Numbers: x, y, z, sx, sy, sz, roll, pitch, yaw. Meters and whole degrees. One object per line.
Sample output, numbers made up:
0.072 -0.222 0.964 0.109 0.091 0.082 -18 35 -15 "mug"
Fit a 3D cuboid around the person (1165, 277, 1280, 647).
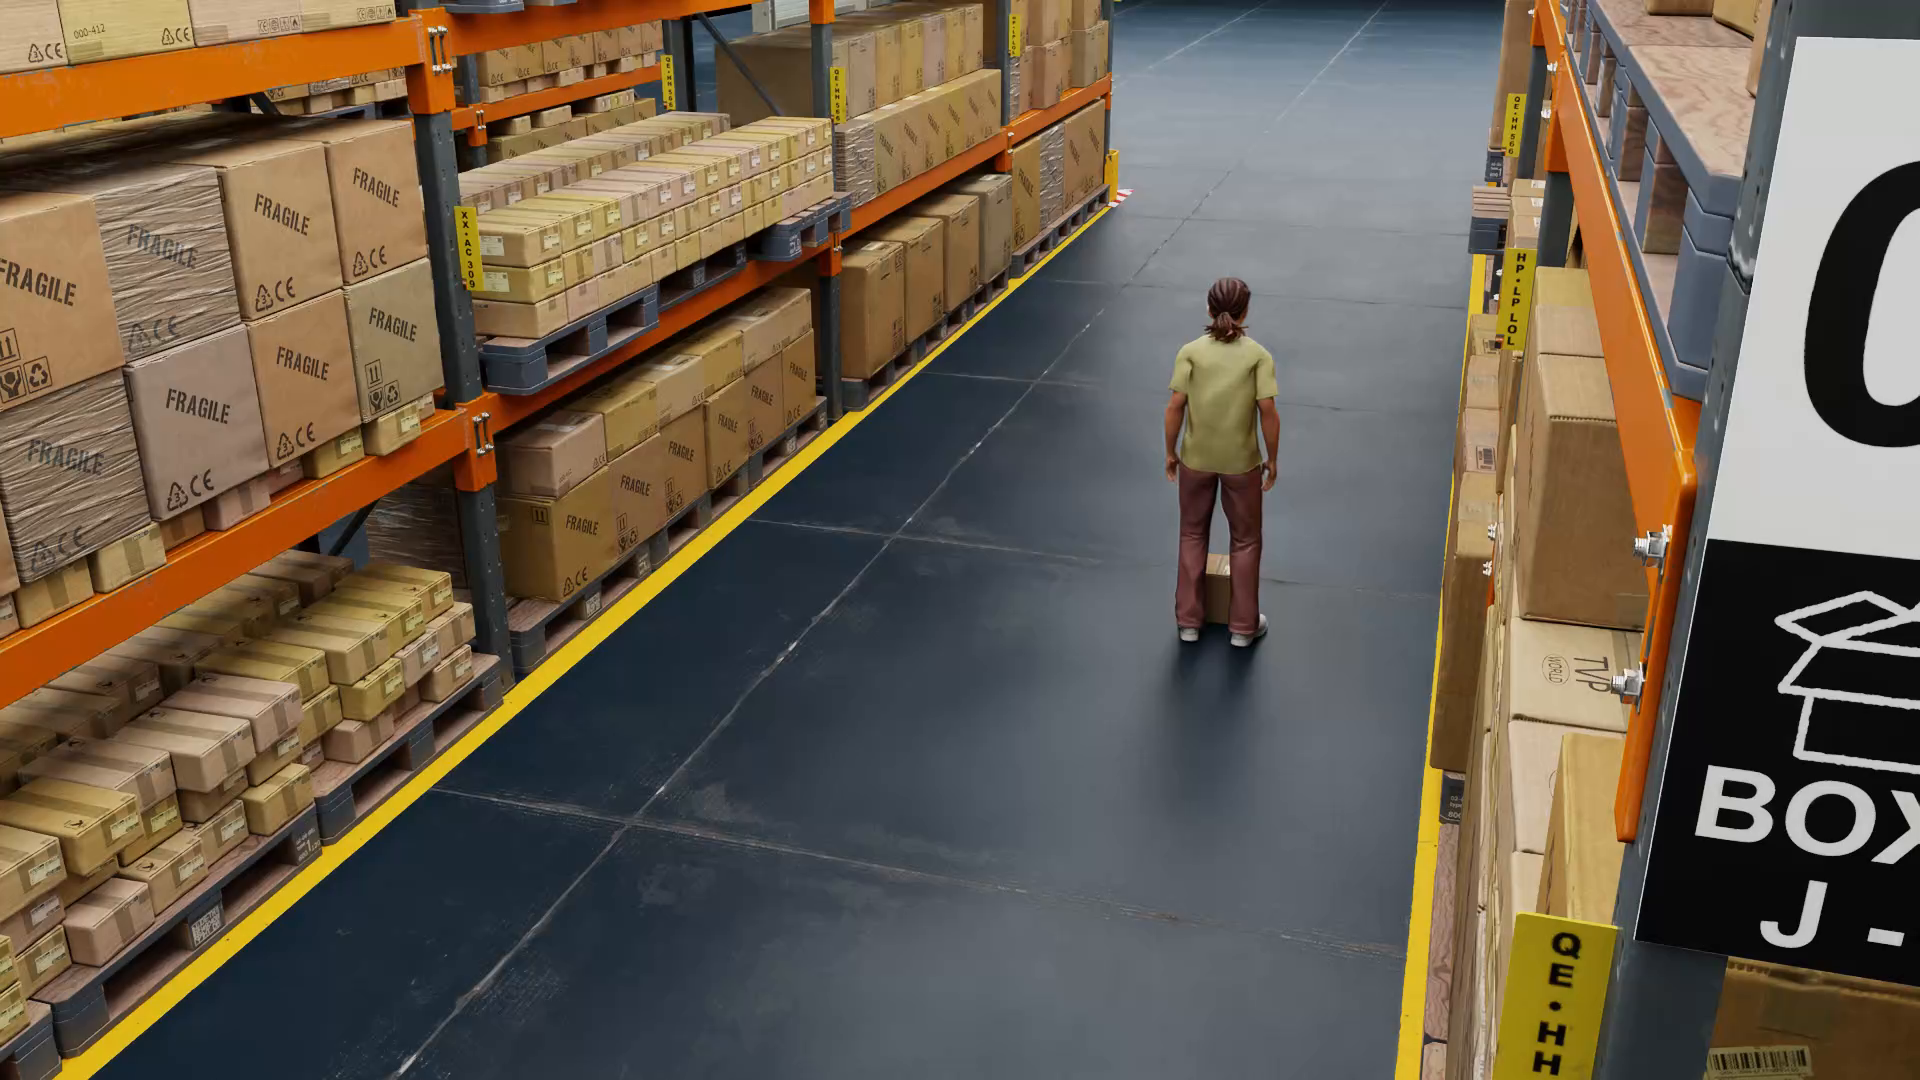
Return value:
1.165 -0.338 7.426 0.503 1.672 0.352 6 23 15 "person"
